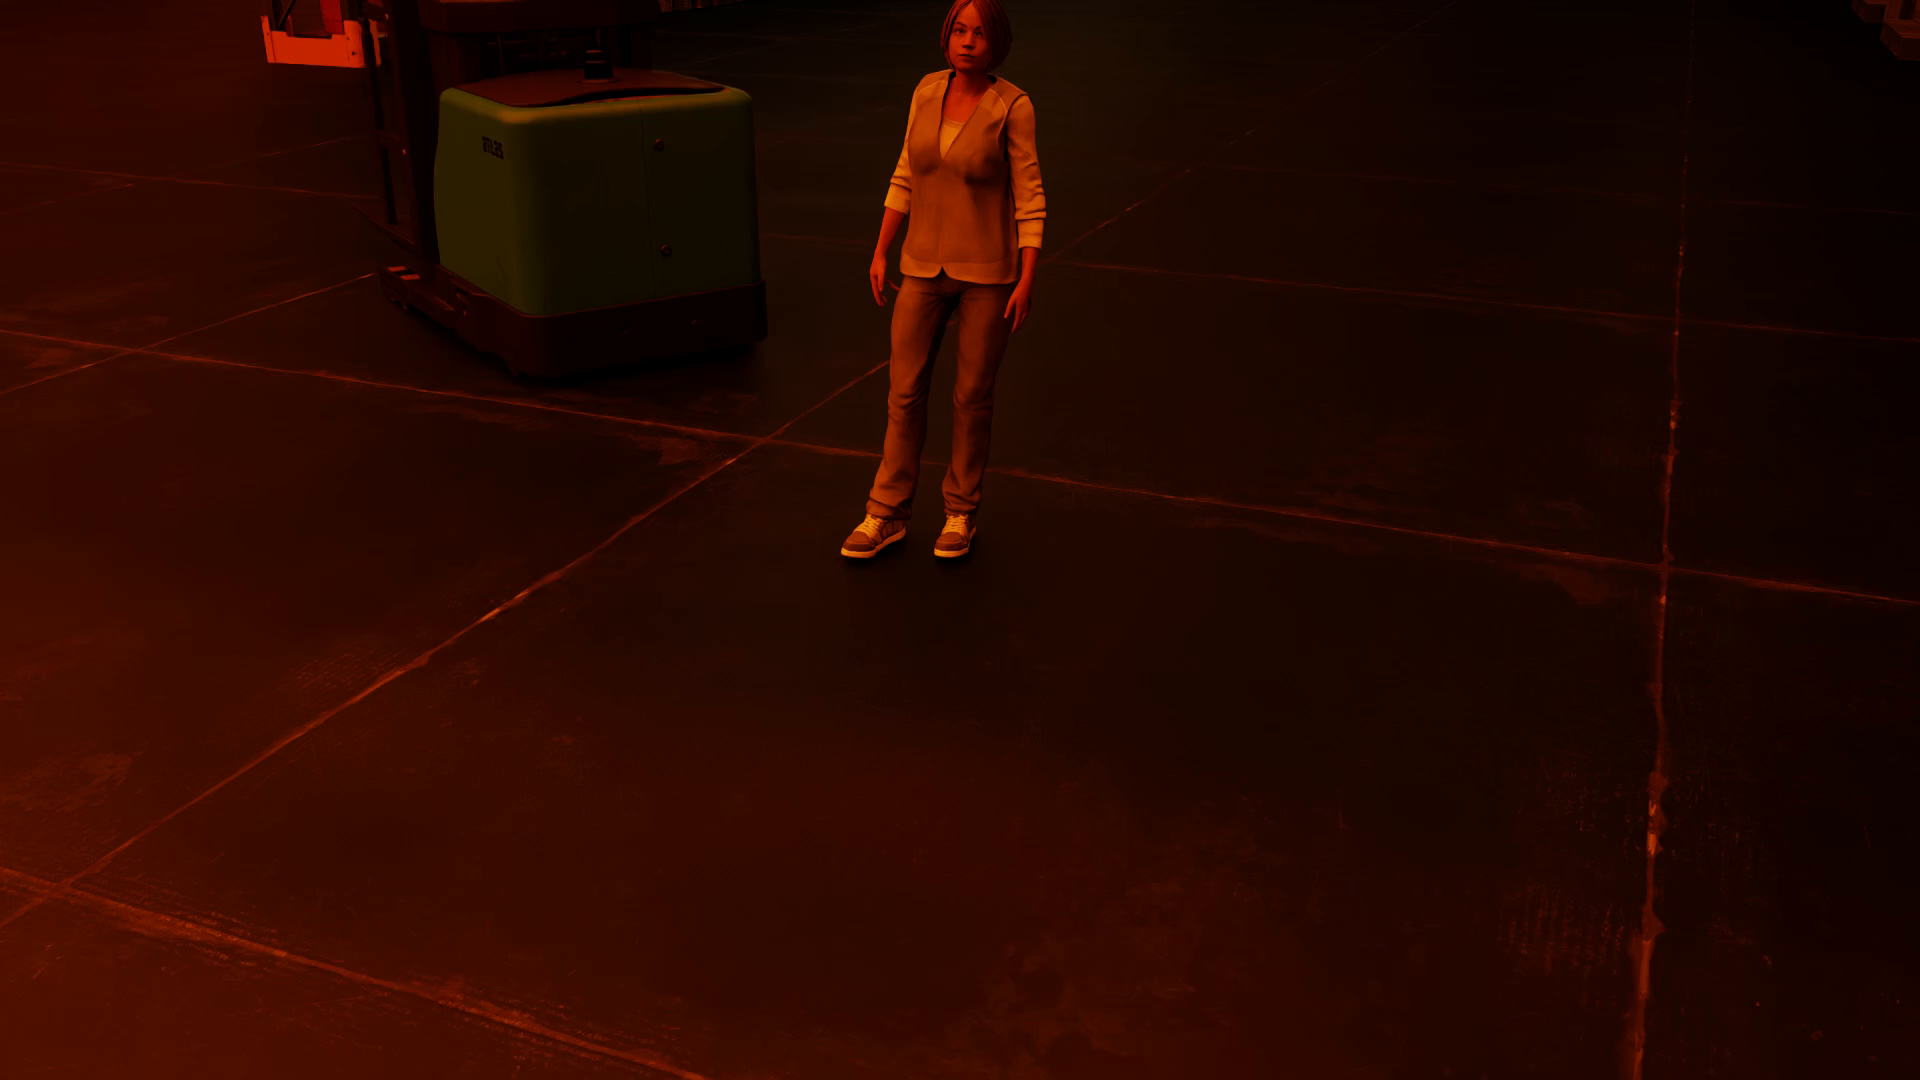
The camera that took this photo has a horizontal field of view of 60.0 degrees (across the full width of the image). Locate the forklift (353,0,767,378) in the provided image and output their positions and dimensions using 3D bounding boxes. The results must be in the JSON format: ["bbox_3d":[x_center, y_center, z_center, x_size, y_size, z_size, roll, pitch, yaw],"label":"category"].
[{"bbox_3d":[-2.049,-2.494,7.259,1.130,2.935,3.031,-15,27,-31],"label":"forklift"}]

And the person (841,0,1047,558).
[{"bbox_3d":[-0.041,-0.720,4.725,0.520,1.597,0.475,9,24,21],"label":"person"}]
